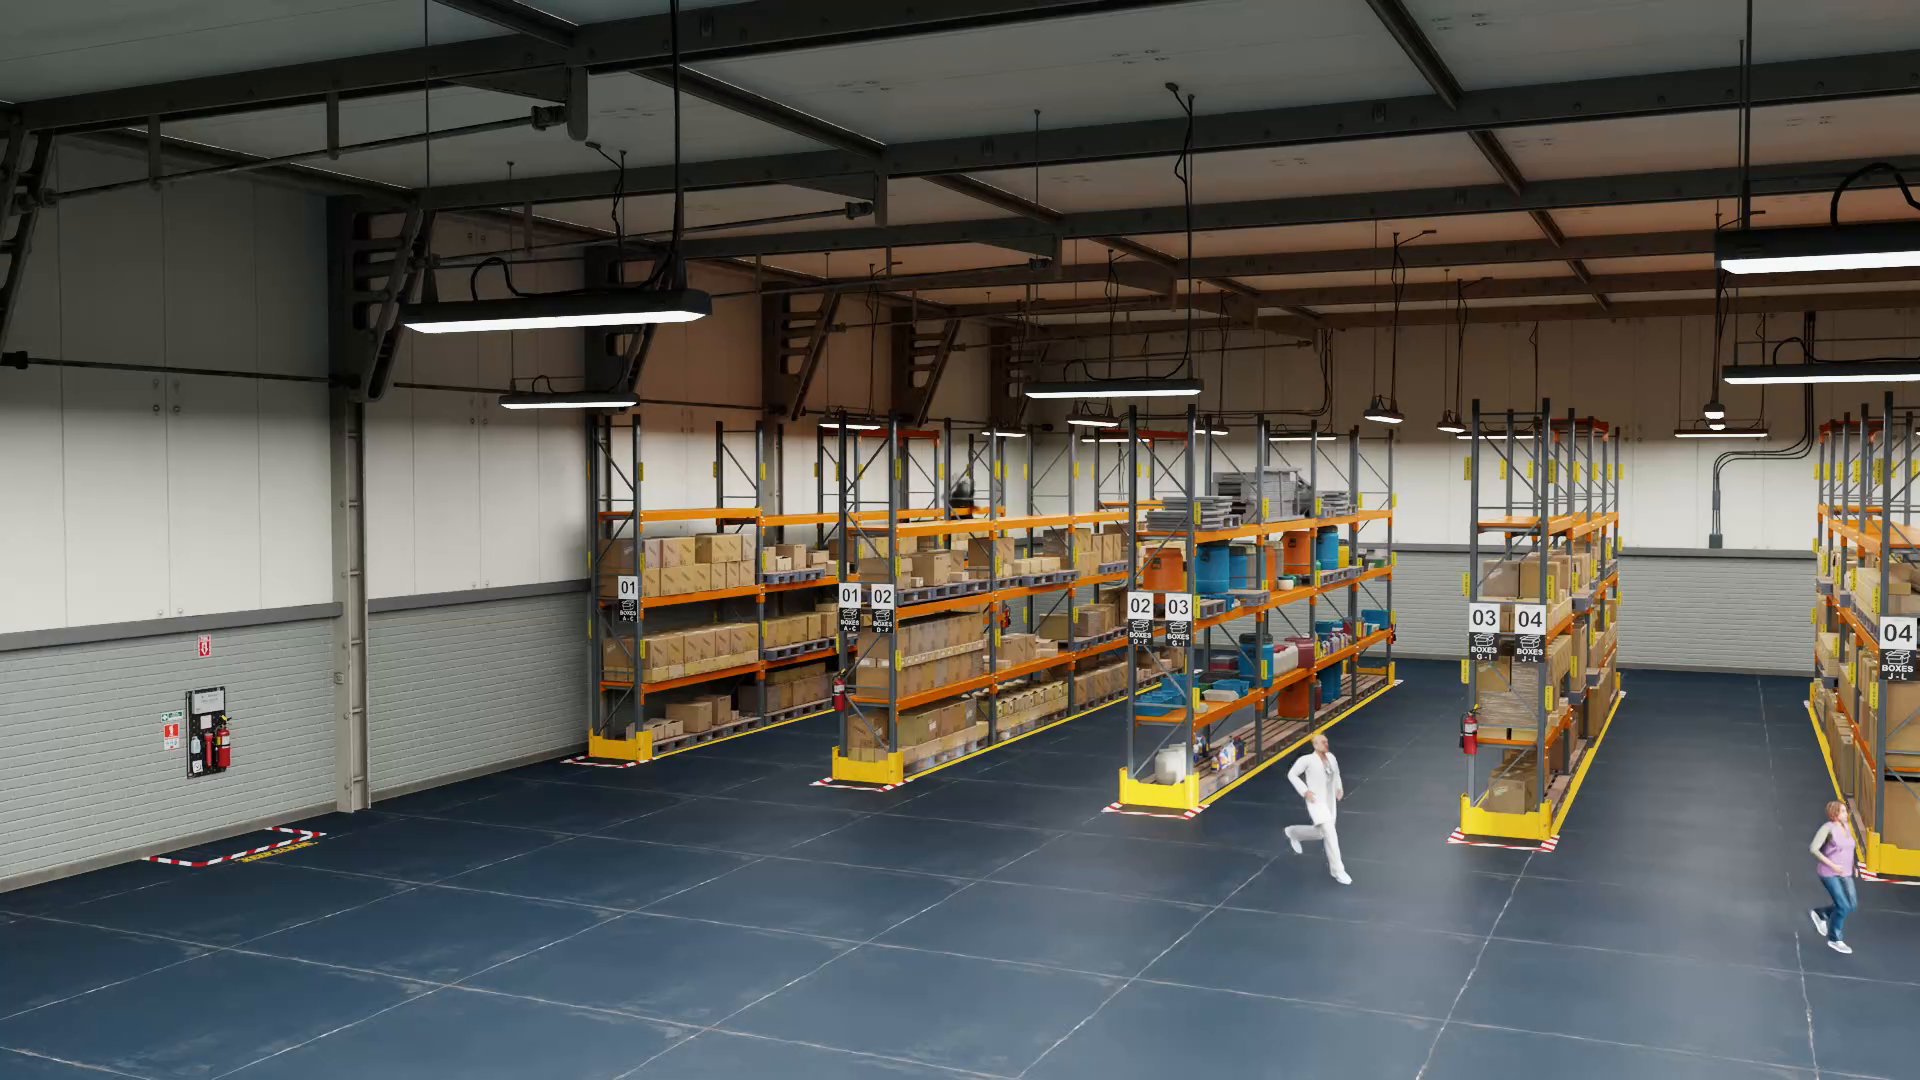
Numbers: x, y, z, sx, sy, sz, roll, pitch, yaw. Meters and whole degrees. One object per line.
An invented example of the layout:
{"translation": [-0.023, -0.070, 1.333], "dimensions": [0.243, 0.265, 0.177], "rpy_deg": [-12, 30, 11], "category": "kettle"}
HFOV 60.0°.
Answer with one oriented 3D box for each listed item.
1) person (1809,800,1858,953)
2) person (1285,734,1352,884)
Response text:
{"translation": [9.121, 3.506, 17.442], "dimensions": [0.547, 1.567, 0.540], "rpy_deg": [-1, 3, -25], "category": "person"}
{"translation": [4.483, 3.295, 20.634], "dimensions": [0.681, 1.777, 1.084], "rpy_deg": [-2, 3, -38], "category": "person"}
